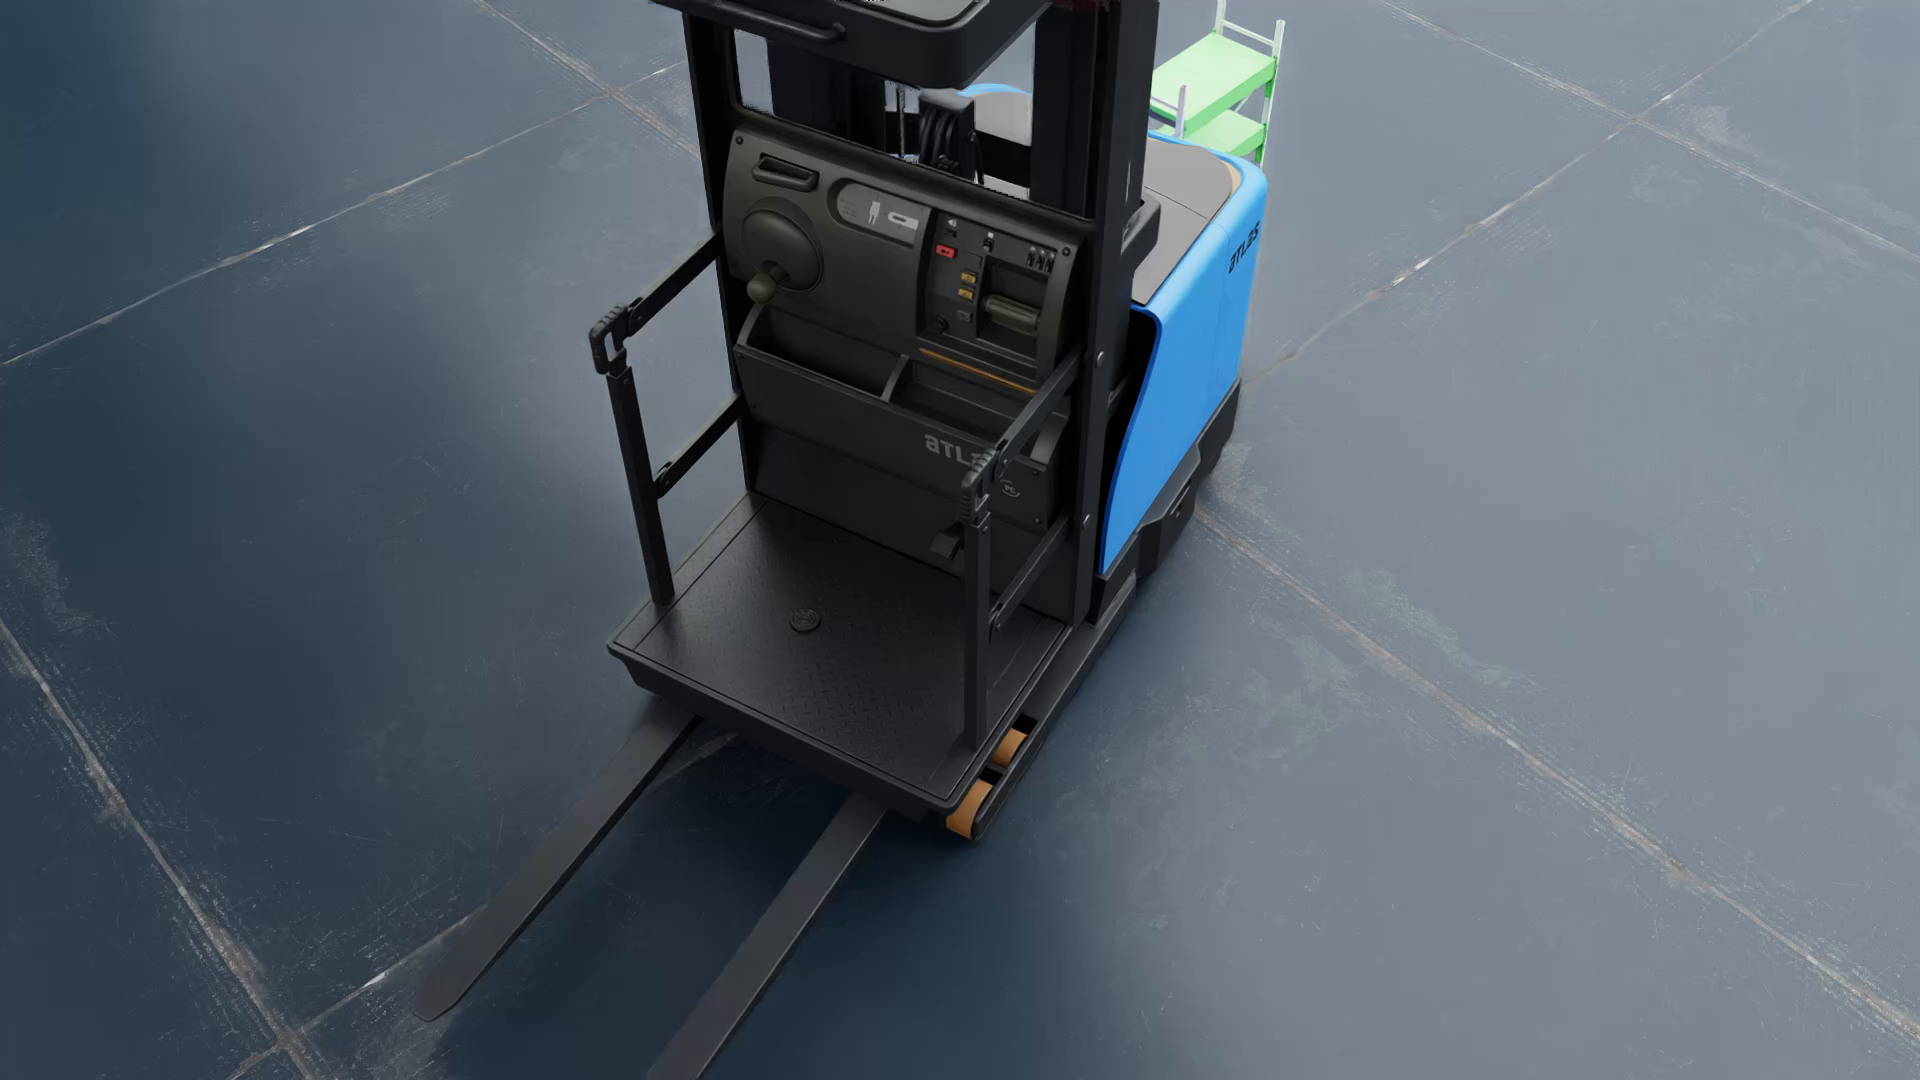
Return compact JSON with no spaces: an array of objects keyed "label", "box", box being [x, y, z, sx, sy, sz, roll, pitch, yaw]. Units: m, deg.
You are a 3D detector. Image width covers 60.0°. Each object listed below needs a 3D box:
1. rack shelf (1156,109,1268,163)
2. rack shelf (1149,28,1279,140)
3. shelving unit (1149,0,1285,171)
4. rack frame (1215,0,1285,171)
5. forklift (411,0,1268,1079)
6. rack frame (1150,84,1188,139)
[{"label":"rack shelf","box":[0.735,-1.219,5.318,0.258,0.148,0.480,34,56,27]},{"label":"rack shelf","box":[0.735,-1.381,5.142,0.258,0.148,0.480,34,56,27]},{"label":"shelving unit","box":[0.735,-1.099,5.448,0.258,1.200,0.503,34,56,27]},{"label":"rack frame","box":[0.900,-1.232,5.570,0.240,1.200,0.015,34,56,27]},{"label":"forklift","box":[-0.261,-0.578,3.789,1.130,2.935,3.031,23,51,20]},{"label":"rack frame","box":[0.571,-0.967,5.325,0.240,1.200,0.015,34,56,27]}]
